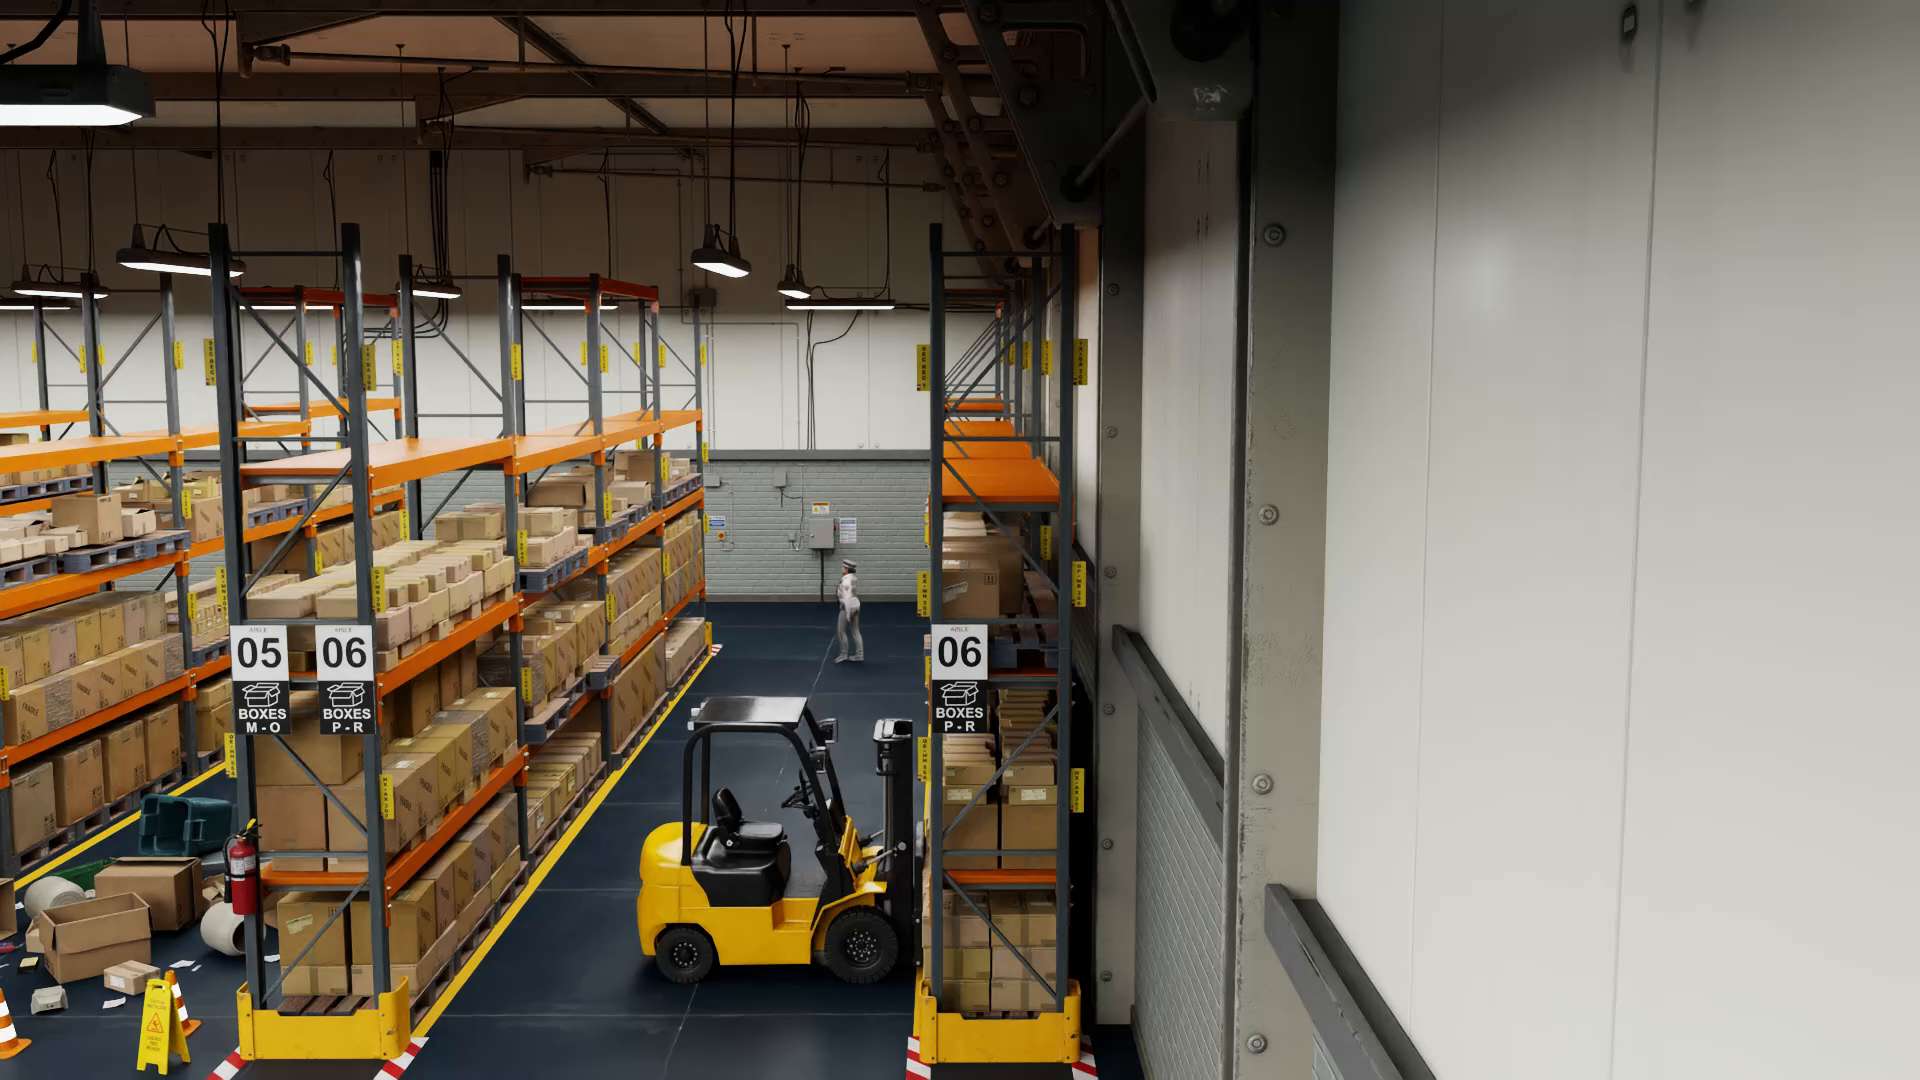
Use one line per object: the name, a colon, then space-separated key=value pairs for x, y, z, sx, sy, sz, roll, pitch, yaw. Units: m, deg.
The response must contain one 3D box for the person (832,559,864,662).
person: x=-1.822 y=1.172 z=27.270 sx=0.553 sy=1.727 sz=0.528 roll=3 pitch=7 yaw=23
